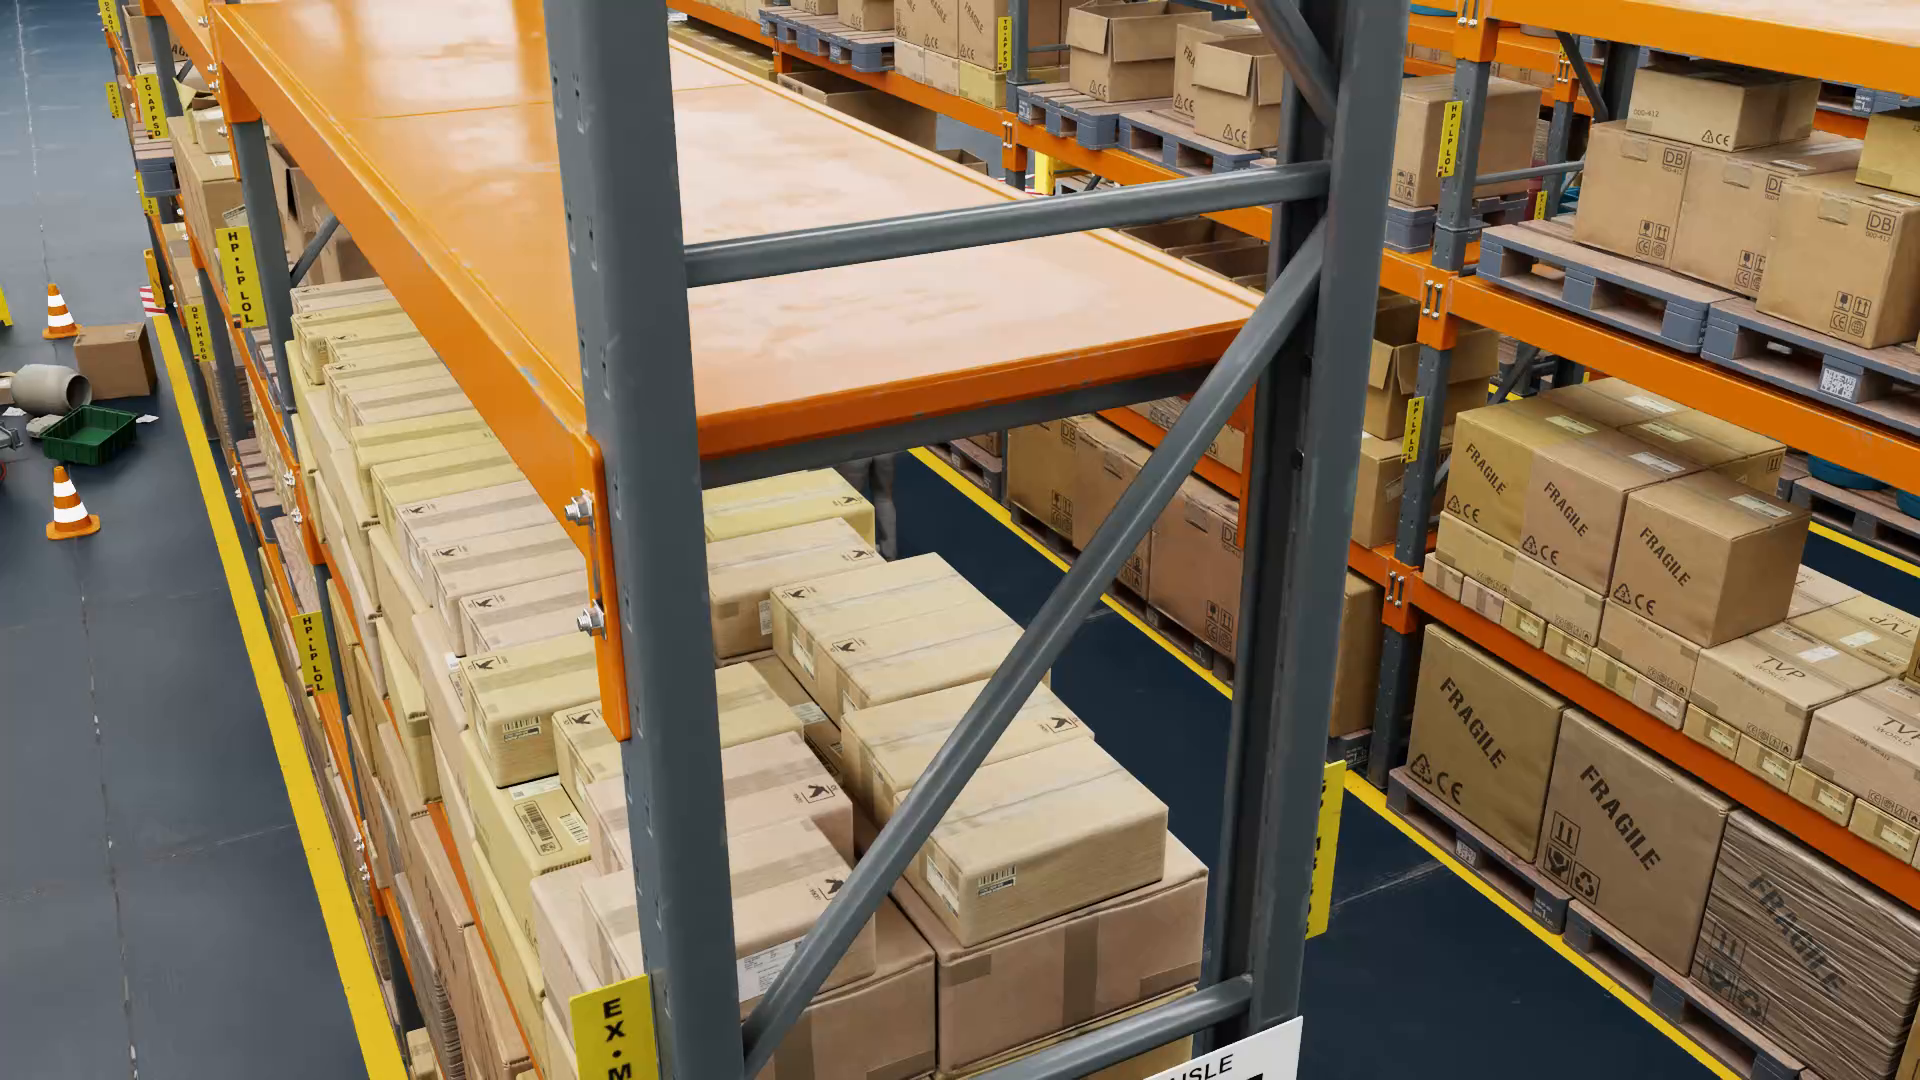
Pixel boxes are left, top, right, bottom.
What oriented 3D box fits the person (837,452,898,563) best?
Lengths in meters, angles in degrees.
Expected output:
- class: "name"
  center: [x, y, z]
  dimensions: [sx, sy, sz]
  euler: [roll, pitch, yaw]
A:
- class: "person"
  center: [-0.652, -0.624, 10.883]
  dimensions: [0.460, 1.692, 0.515]
  euler: [-13, 29, -25]
